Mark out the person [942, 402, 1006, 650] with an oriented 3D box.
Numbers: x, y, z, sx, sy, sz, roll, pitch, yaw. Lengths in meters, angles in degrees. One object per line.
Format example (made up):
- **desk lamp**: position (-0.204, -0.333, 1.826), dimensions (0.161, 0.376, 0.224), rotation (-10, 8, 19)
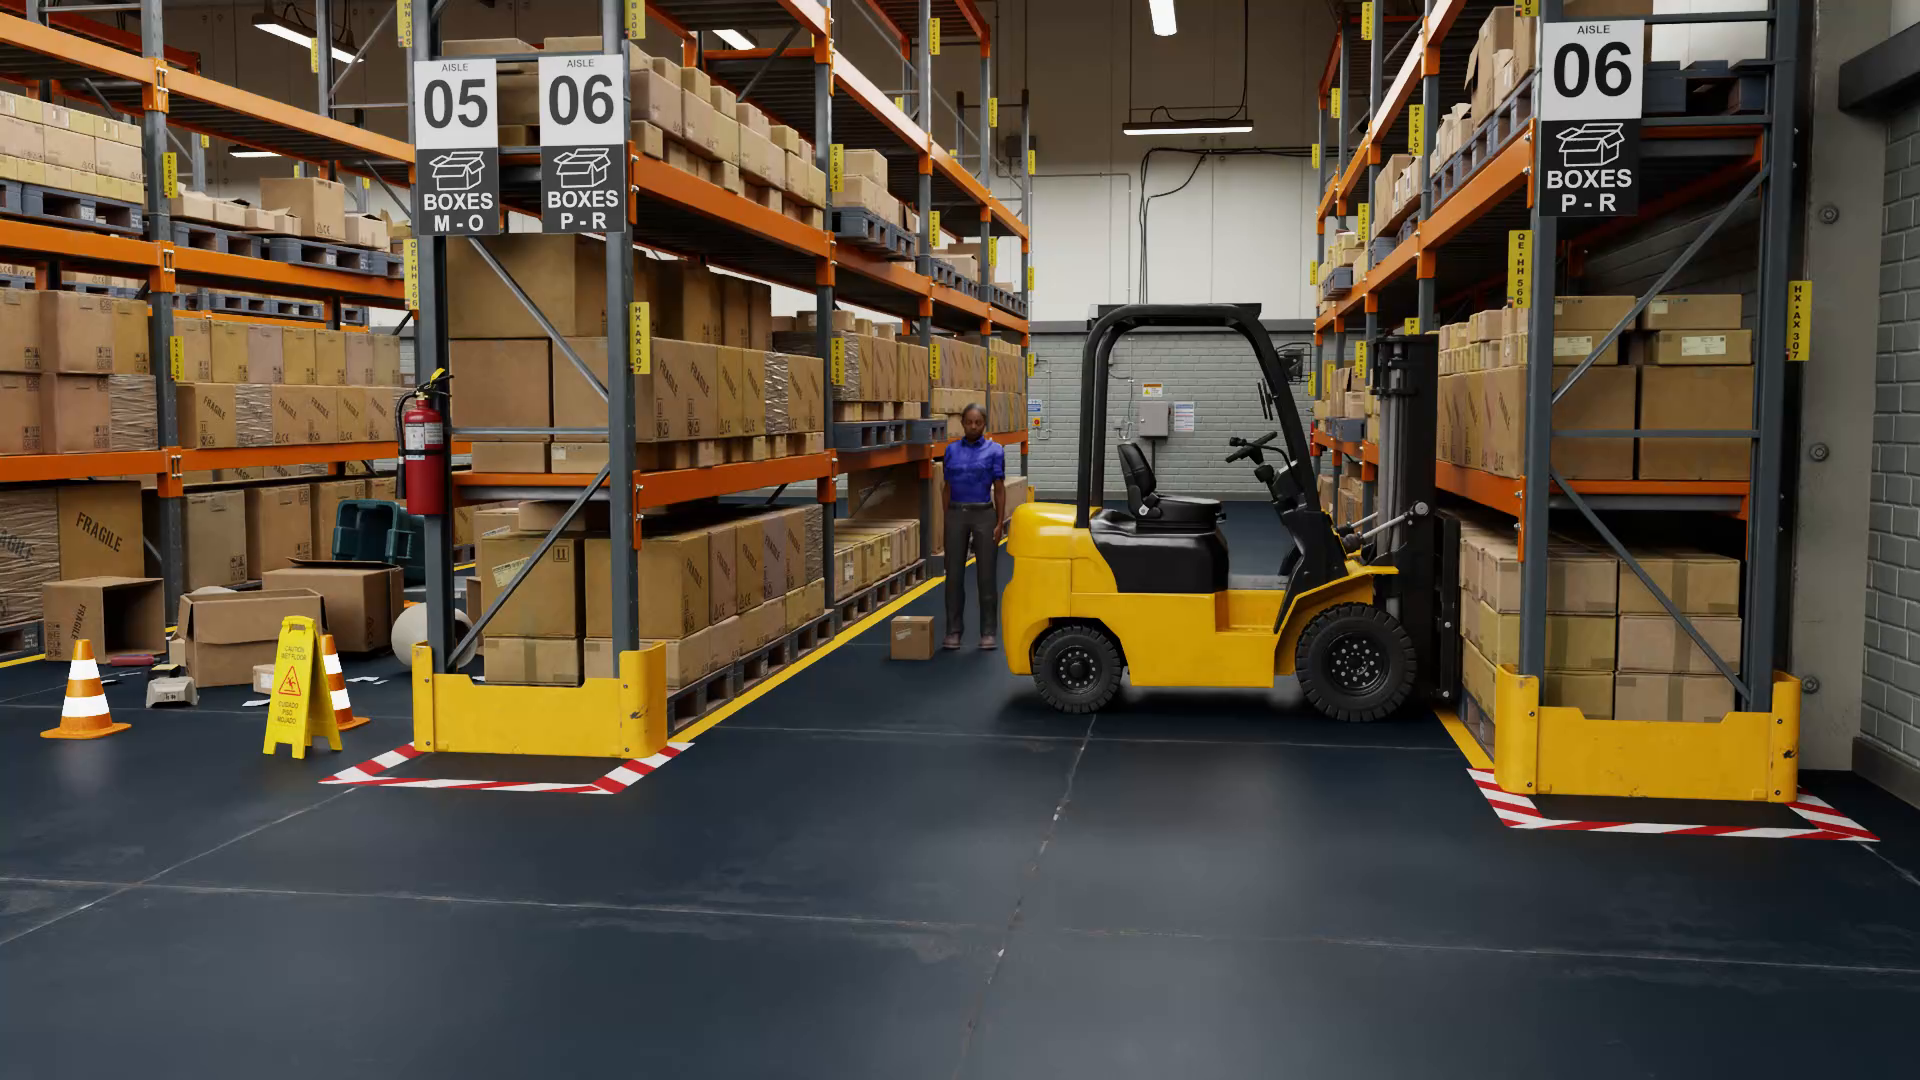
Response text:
- **person**: position (0.091, -0.097, 11.172), dimensions (0.437, 1.657, 0.300), rotation (1, 5, 10)
